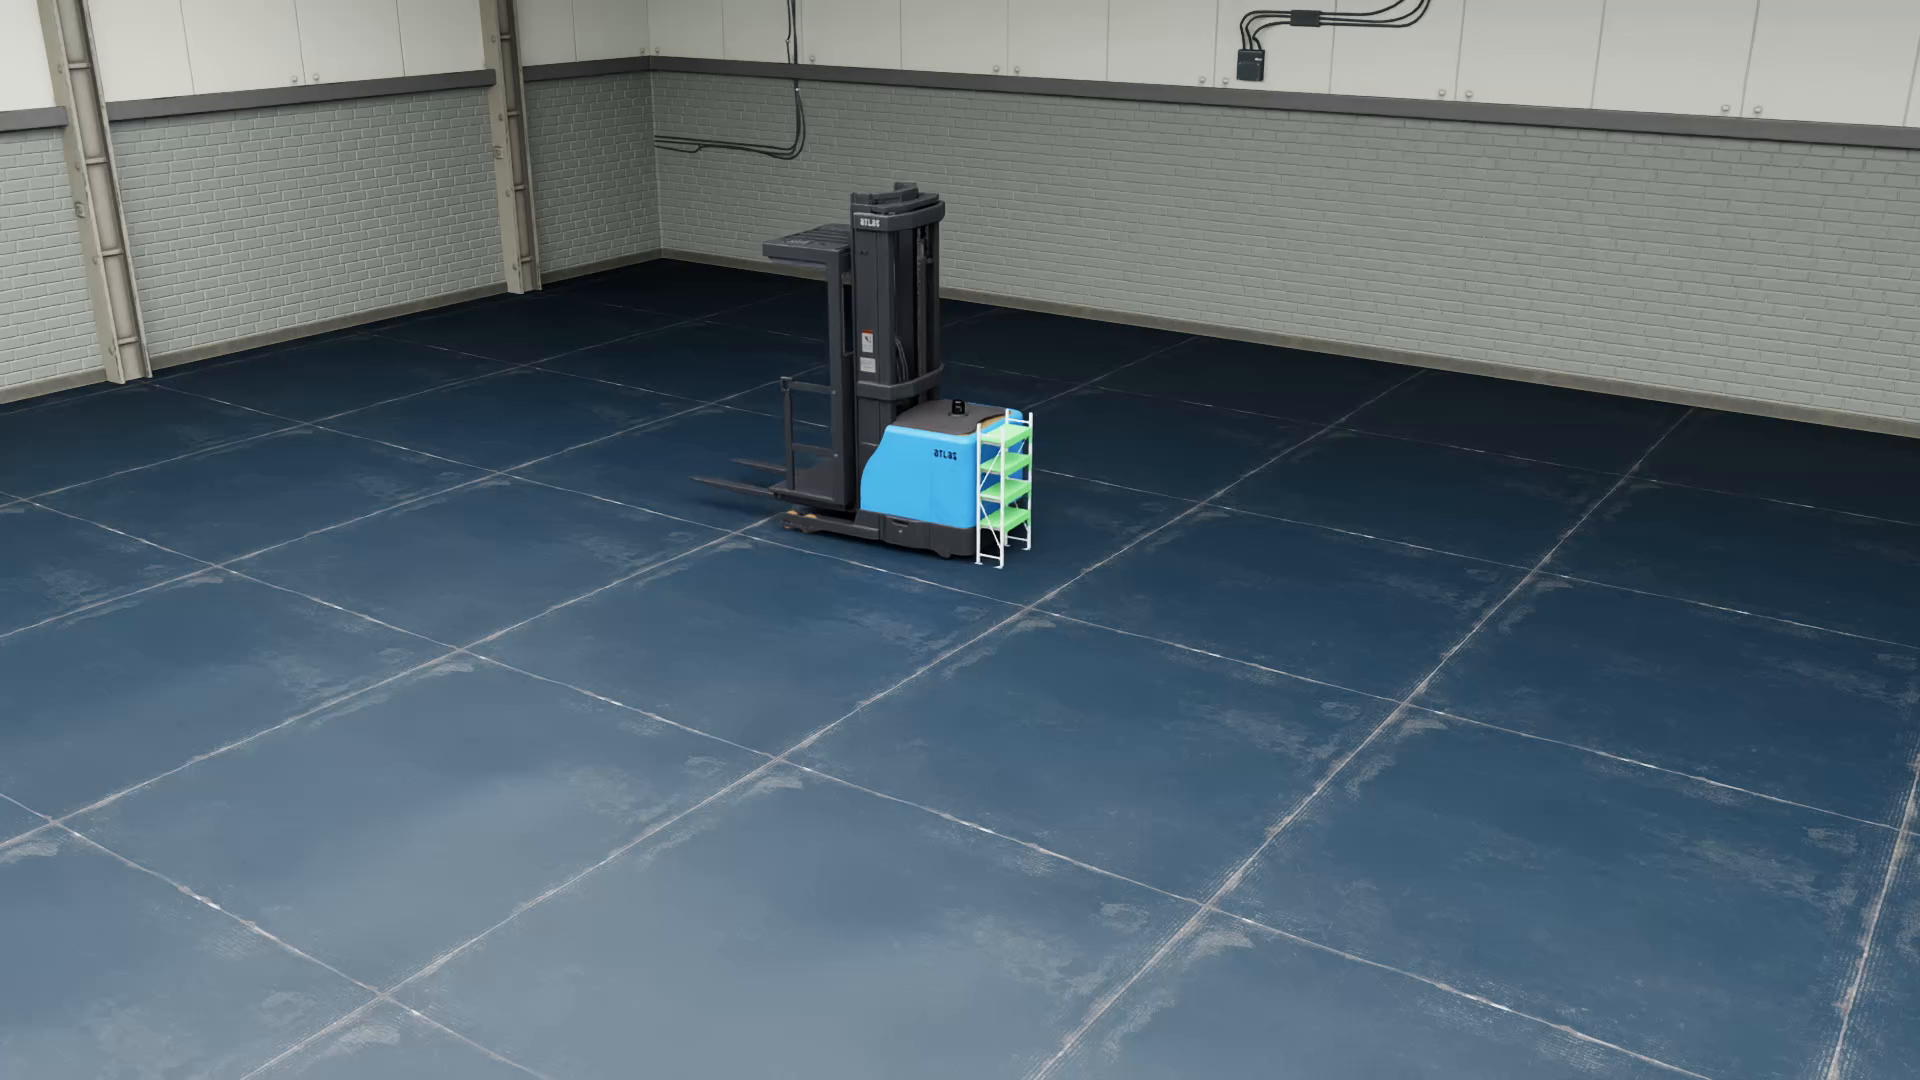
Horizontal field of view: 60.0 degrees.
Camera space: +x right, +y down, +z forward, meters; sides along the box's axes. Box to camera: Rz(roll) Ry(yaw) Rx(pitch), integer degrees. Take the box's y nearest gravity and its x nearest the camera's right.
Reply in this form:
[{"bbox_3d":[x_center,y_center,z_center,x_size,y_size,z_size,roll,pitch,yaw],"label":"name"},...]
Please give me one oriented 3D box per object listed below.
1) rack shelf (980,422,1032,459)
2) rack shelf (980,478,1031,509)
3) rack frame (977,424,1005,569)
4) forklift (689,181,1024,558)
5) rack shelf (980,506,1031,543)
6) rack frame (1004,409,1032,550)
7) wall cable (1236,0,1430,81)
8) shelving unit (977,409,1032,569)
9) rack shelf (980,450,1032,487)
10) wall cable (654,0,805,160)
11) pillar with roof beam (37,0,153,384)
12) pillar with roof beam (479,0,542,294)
[{"bbox_3d":[0.366,-0.813,13.534,0.258,0.148,0.480,11,23,27],"label":"rack shelf"},{"bbox_3d":[0.365,-0.363,13.701,0.258,0.148,0.480,11,23,27],"label":"rack shelf"},{"bbox_3d":[0.246,-0.349,13.479,0.240,1.200,0.015,11,23,27],"label":"rack frame"},{"bbox_3d":[-0.988,-1.577,14.304,3.031,2.935,1.130,11,23,27],"label":"forklift"},{"bbox_3d":[0.365,-0.138,13.784,0.258,0.148,0.480,11,23,27],"label":"rack shelf"},{"bbox_3d":[0.485,-0.497,13.878,0.240,1.200,0.015,11,23,27],"label":"rack frame"},{"bbox_3d":[4.304,-8.148,18.419,2.305,6.003,0.169,13,24,32],"label":"wall cable"},{"bbox_3d":[0.365,-0.423,13.678,0.258,1.200,0.503,11,23,27],"label":"shelving unit"},{"bbox_3d":[0.366,-0.588,13.617,0.258,0.148,0.480,11,23,27],"label":"rack shelf"},{"bbox_3d":[-3.539,-6.953,24.566,3.097,2.526,0.112,13,24,32],"label":"wall cable"},{"bbox_3d":[-6.101,-5.260,15.515,9.100,9.000,0.400,13,24,32],"label":"pillar with roof beam"},{"bbox_3d":[-2.728,-6.982,20.169,9.100,9.000,0.400,13,24,32],"label":"pillar with roof beam"}]
